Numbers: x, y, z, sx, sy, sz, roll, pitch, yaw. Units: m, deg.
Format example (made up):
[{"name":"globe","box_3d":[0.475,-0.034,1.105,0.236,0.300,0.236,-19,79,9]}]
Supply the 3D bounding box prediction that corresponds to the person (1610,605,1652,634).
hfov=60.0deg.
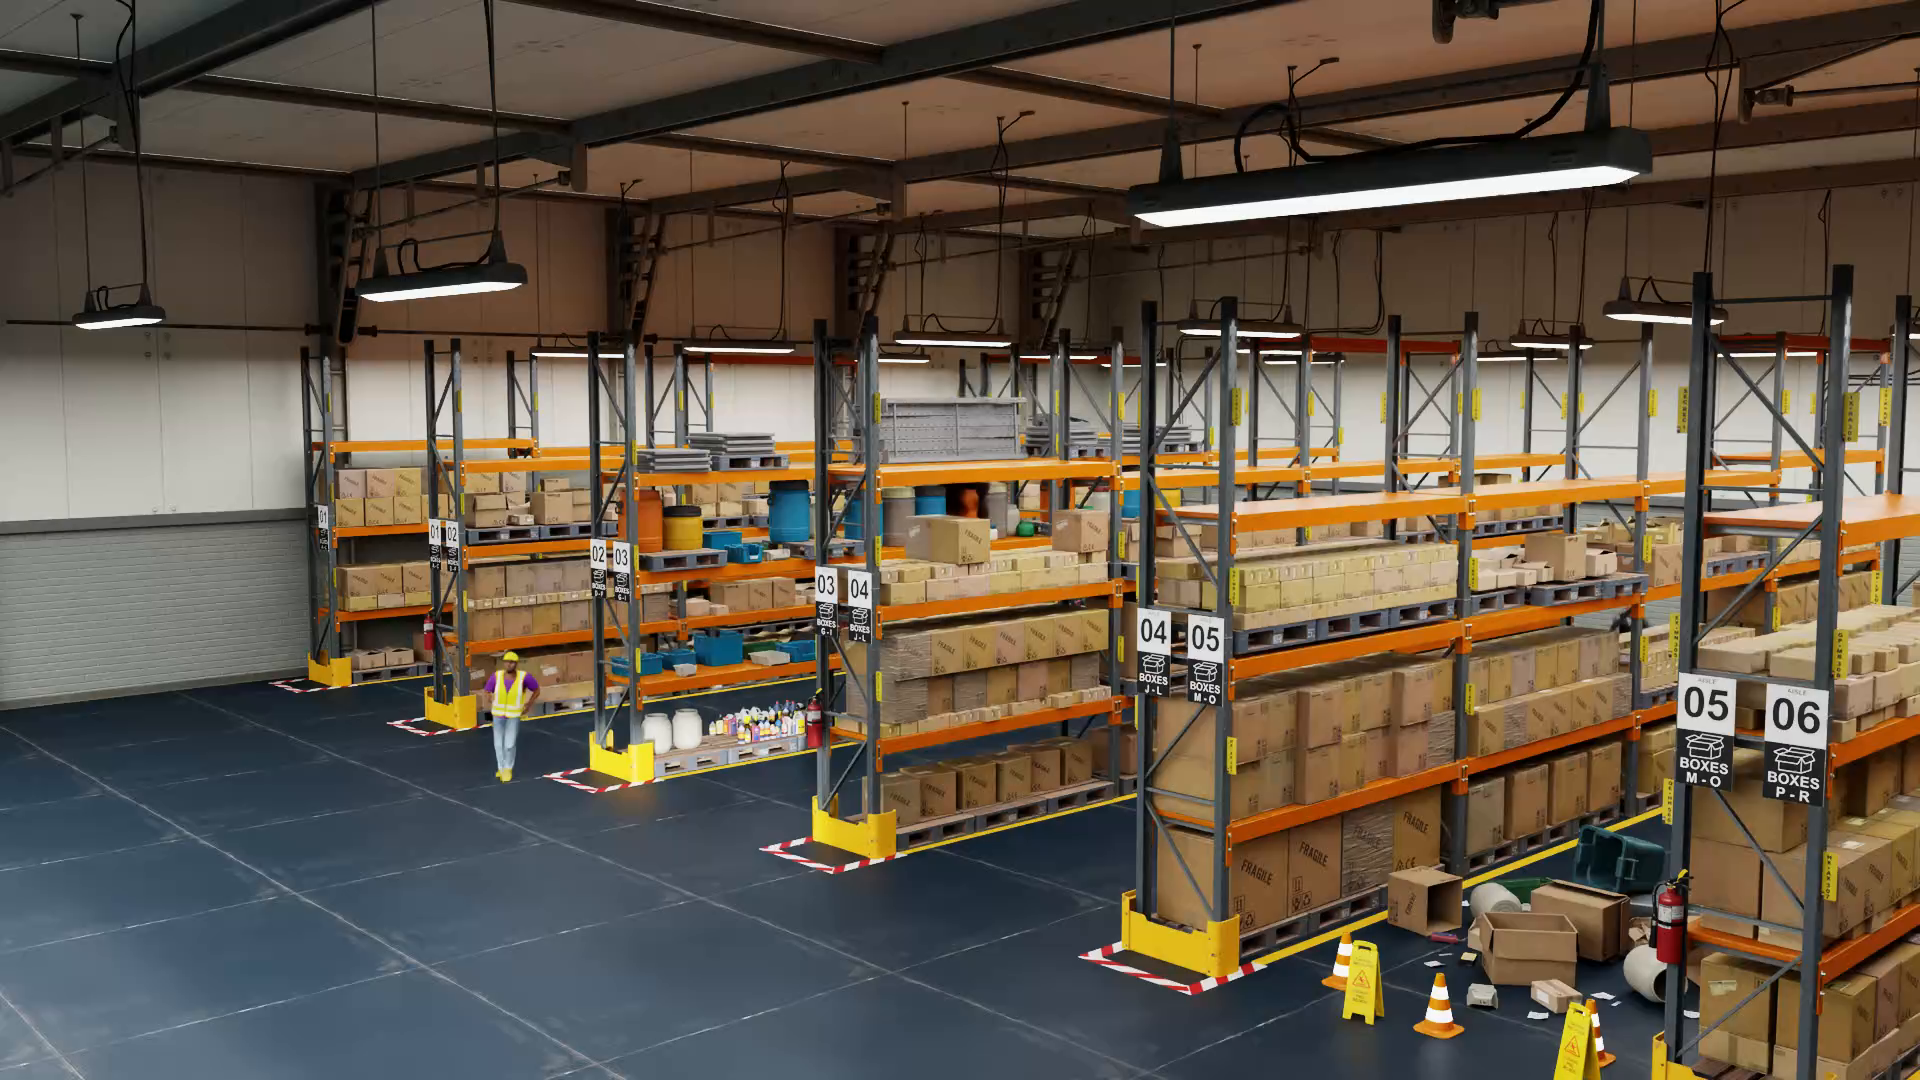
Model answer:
[{"name":"person","box_3d":[11.406,1.826,28.279,0.677,1.692,0.687,2,5,21]}]

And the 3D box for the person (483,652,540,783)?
[{"name":"person","box_3d":[-5.990,2.362,22.108,0.701,1.769,0.678,0,5,1]}]

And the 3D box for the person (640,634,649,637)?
[{"name":"person","box_3d":[-5.995,1.620,30.955,0.582,1.732,0.744,4,6,36]}]
